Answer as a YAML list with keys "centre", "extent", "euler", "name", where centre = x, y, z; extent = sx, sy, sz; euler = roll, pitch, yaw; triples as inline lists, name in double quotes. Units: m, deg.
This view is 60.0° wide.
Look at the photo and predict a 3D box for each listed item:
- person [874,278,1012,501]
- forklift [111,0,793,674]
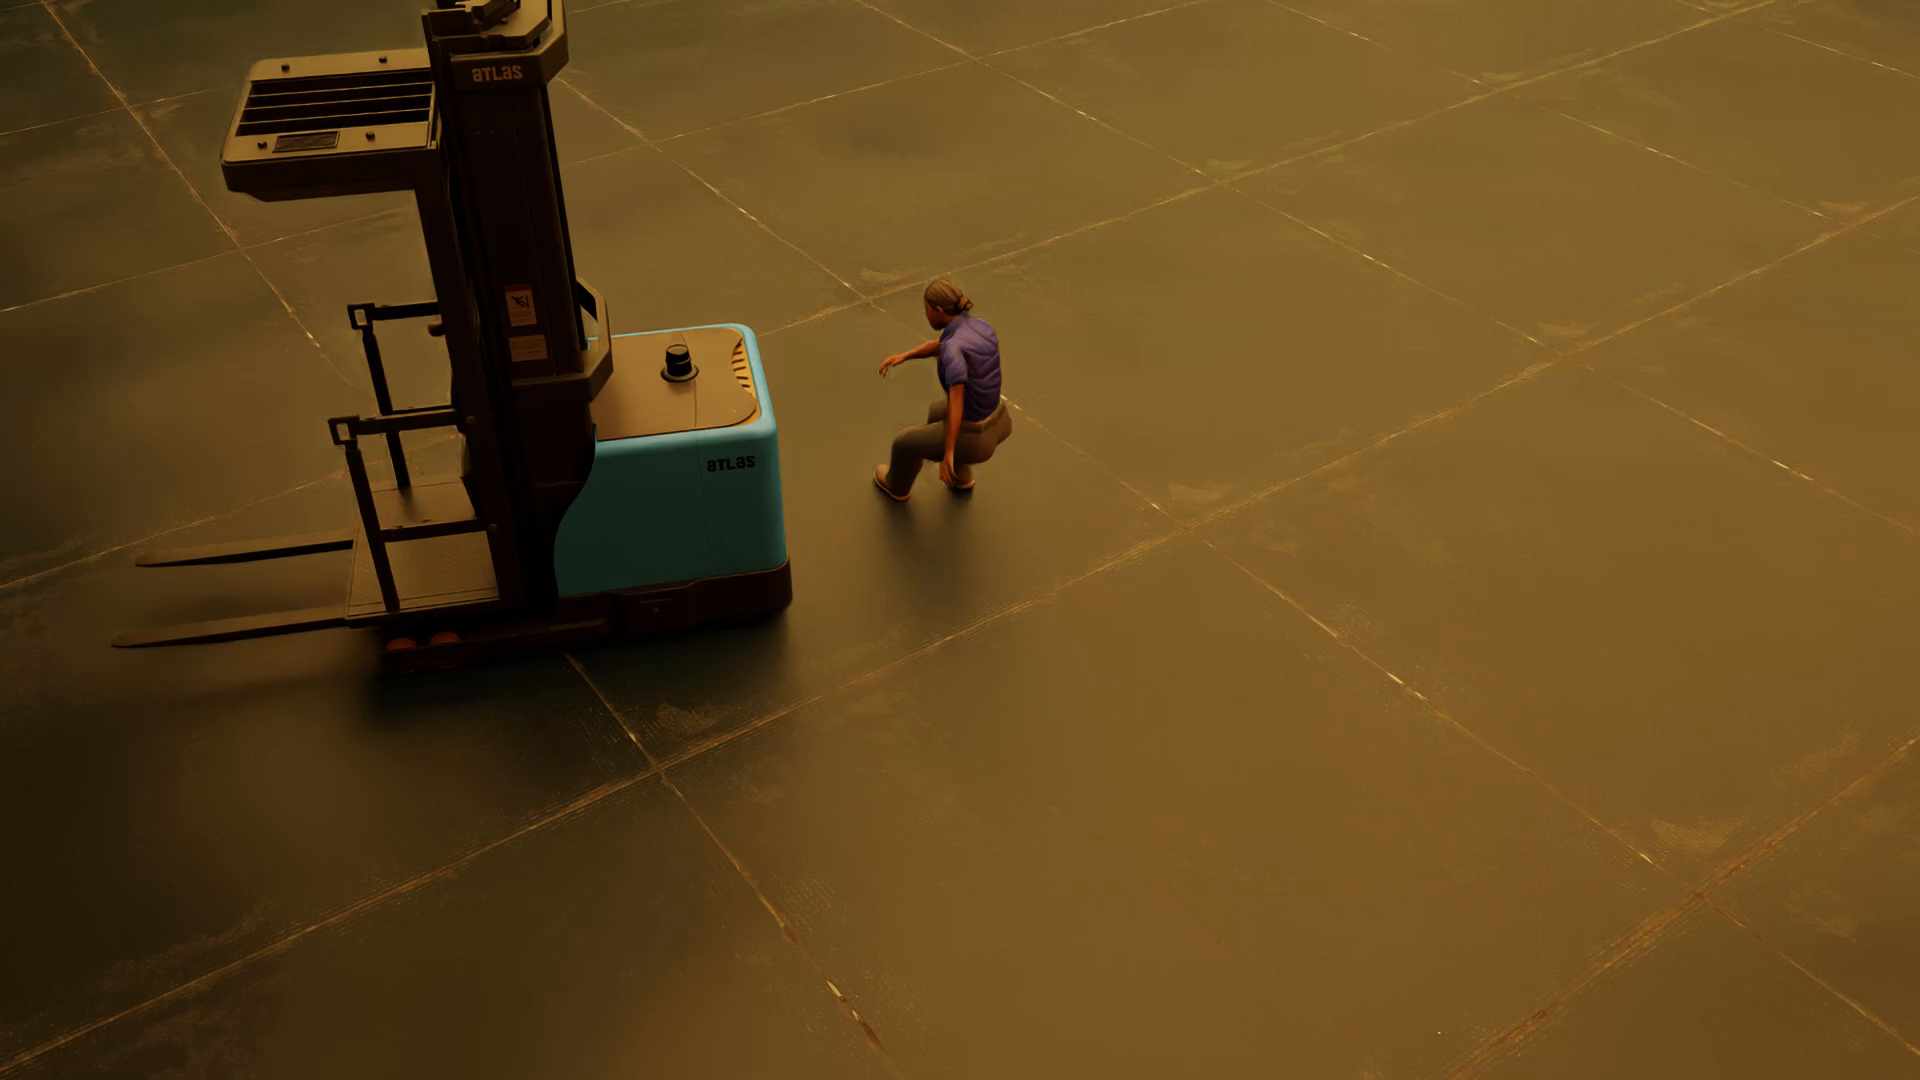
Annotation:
- centre: [-0.174, -0.596, 8.135]
  extent: [0.900, 1.396, 1.000]
  euler: [19, 40, 23]
  name: "person"
- centre: [-2.369, -0.911, 7.177]
  extent: [3.031, 2.935, 1.130]
  euler: [-7, 37, -10]
  name: "forklift"
